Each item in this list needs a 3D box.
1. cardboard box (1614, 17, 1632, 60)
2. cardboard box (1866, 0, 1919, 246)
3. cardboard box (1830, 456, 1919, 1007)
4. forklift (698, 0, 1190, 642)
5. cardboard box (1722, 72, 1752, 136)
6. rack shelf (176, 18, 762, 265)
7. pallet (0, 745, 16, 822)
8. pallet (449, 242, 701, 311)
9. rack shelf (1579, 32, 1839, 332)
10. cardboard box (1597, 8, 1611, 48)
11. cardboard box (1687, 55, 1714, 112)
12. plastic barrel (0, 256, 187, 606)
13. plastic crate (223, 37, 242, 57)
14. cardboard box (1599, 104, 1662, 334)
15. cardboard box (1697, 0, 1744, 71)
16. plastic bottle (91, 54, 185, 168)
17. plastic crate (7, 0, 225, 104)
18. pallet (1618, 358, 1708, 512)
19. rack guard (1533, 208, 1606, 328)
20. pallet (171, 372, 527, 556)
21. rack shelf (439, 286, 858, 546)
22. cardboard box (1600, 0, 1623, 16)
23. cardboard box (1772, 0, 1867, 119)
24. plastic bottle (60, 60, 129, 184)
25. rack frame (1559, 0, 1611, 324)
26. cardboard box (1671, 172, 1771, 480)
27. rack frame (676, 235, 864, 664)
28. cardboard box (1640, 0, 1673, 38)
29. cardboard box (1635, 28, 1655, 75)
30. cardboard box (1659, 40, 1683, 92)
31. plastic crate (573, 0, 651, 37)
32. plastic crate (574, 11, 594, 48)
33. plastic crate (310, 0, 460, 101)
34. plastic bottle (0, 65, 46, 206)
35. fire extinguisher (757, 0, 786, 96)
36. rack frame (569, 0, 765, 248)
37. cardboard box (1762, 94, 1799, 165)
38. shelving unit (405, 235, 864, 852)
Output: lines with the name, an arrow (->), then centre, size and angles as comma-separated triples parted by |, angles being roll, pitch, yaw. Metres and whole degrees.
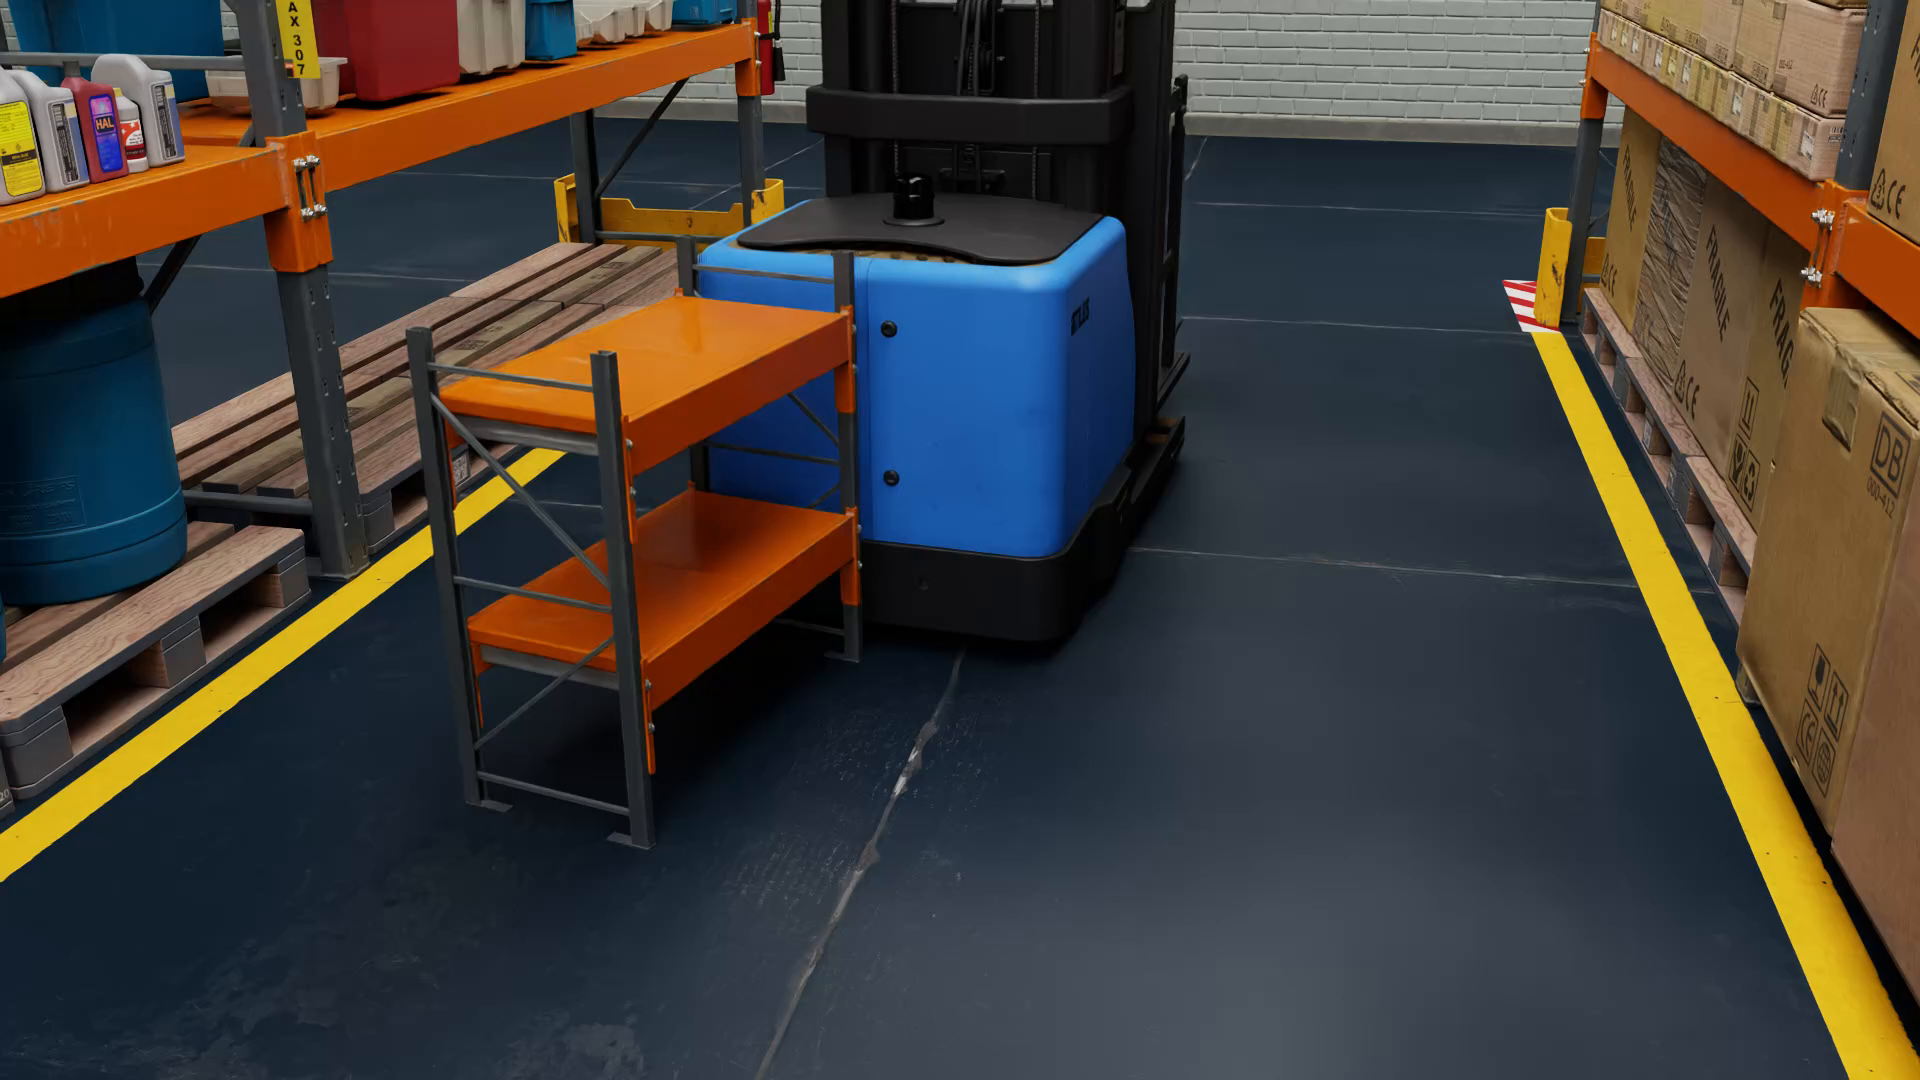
cardboard box -> 2.842, -1.999, 6.639 | 0.380, 0.149, 0.250 | 4, 22, 10
cardboard box -> 2.186, -0.843, 3.297 | 0.500, 0.500, 0.500 | 5, 22, 11
cardboard box -> 2.232, 0.408, 2.608 | 1.225, 0.875, 0.875 | 4, 22, 9
forklift -> 0.192, -1.606, 5.419 | 1.130, 2.935, 3.031 | 6, 23, 15
cardboard box -> 2.423, -1.247, 4.772 | 0.380, 0.149, 0.250 | 5, 22, 12
rack shelf -> -1.916, -1.721, 6.574 | 1.077, 0.370, 4.000 | 4, 22, 11
pallet -> -2.769, 0.697, 3.340 | 1.003, 0.211, 1.213 | 4, 22, 11
pallet -> -1.714, -1.194, 8.035 | 1.003, 0.211, 1.213 | 4, 22, 11
rack shelf -> 2.933, -1.343, 5.636 | 1.077, 0.370, 4.000 | 4, 22, 11
cardboard box -> 2.945, -2.187, 7.105 | 0.380, 0.149, 0.250 | 5, 22, 12
cardboard box -> 2.528, -1.435, 5.238 | 0.380, 0.149, 0.250 | 4, 22, 10
plastic barrel -> -2.452, -0.347, 4.446 | 0.600, 0.901, 0.708 | 4, 22, 11
plastic crate -> -2.359, -1.653, 5.731 | 0.437, 0.125, 0.590 | 4, 22, 11
cardboard box -> 3.288, -1.377, 7.040 | 0.875, 0.875, 0.875 | 4, 22, 11
cardboard box -> 2.565, -1.571, 5.043 | 0.500, 0.250, 0.500 | 5, 22, 12
plastic bottle -> -2.088, -1.097, 4.227 | 0.152, 0.276, 0.135 | 4, 22, 11
plastic crate -> -2.563, -1.540, 5.103 | 0.392, 0.384, 0.575 | 4, 22, 11
pallet -> 3.003, -0.371, 5.993 | 1.003, 0.211, 1.213 | 4, 22, 11
rack guard -> 3.346, -1.257, 7.807 | 1.175, 0.500, 0.348 | 4, 22, 11
pallet -> -2.212, -0.301, 5.819 | 1.003, 0.211, 1.213 | 4, 22, 11
rack shelf -> -0.702, -0.325, 3.871 | 0.538, 0.278, 1.000 | 9, 24, 22
cardboard box -> 2.978, -2.322, 6.906 | 0.500, 0.250, 0.500 | 4, 22, 9
cardboard box -> 2.358, -1.195, 4.109 | 0.500, 0.250, 0.500 | 4, 22, 10
plastic bottle -> -2.091, -1.012, 4.007 | 0.061, 0.283, 0.133 | 4, 22, 11
rack frame -> 3.341, -2.408, 7.318 | 1.000, 3.000, 0.127 | 4, 22, 11
cardboard box -> 2.921, -0.719, 5.406 | 0.875, 0.875, 0.875 | 4, 22, 11
rack frame -> -0.498, -0.227, 4.412 | 0.500, 1.125, 0.032 | 9, 24, 22
cardboard box -> 2.773, -1.948, 5.977 | 0.500, 0.250, 0.500 | 4, 22, 9
cardboard box -> 2.737, -1.811, 6.171 | 0.380, 0.149, 0.250 | 4, 22, 10
cardboard box -> 2.633, -1.624, 5.708 | 0.380, 0.149, 0.250 | 4, 22, 10
plastic crate -> -1.570, -2.274, 7.258 | 0.396, 0.136, 0.243 | 4, 22, 11
plastic crate -> -1.646, -2.061, 6.728 | 0.298, 0.136, 0.250 | 4, 22, 11
plastic crate -> -1.897, -1.688, 5.363 | 0.402, 0.464, 0.583 | 4, 22, 11
plastic bottle -> -2.191, -0.939, 3.736 | 0.144, 0.351, 0.185 | 4, 22, 11
fire extinguisher -> -1.032, -2.597, 8.390 | 0.296, 0.674, 0.183 | 4, 22, 11
rack frame -> -1.508, -2.786, 8.255 | 1.000, 3.000, 0.127 | 4, 22, 11
cardboard box -> 2.318, -1.060, 4.306 | 0.380, 0.149, 0.250 | 5, 22, 12
shelving unit -> -0.702, -0.053, 3.980 | 0.538, 1.125, 1.048 | 9, 24, 22
